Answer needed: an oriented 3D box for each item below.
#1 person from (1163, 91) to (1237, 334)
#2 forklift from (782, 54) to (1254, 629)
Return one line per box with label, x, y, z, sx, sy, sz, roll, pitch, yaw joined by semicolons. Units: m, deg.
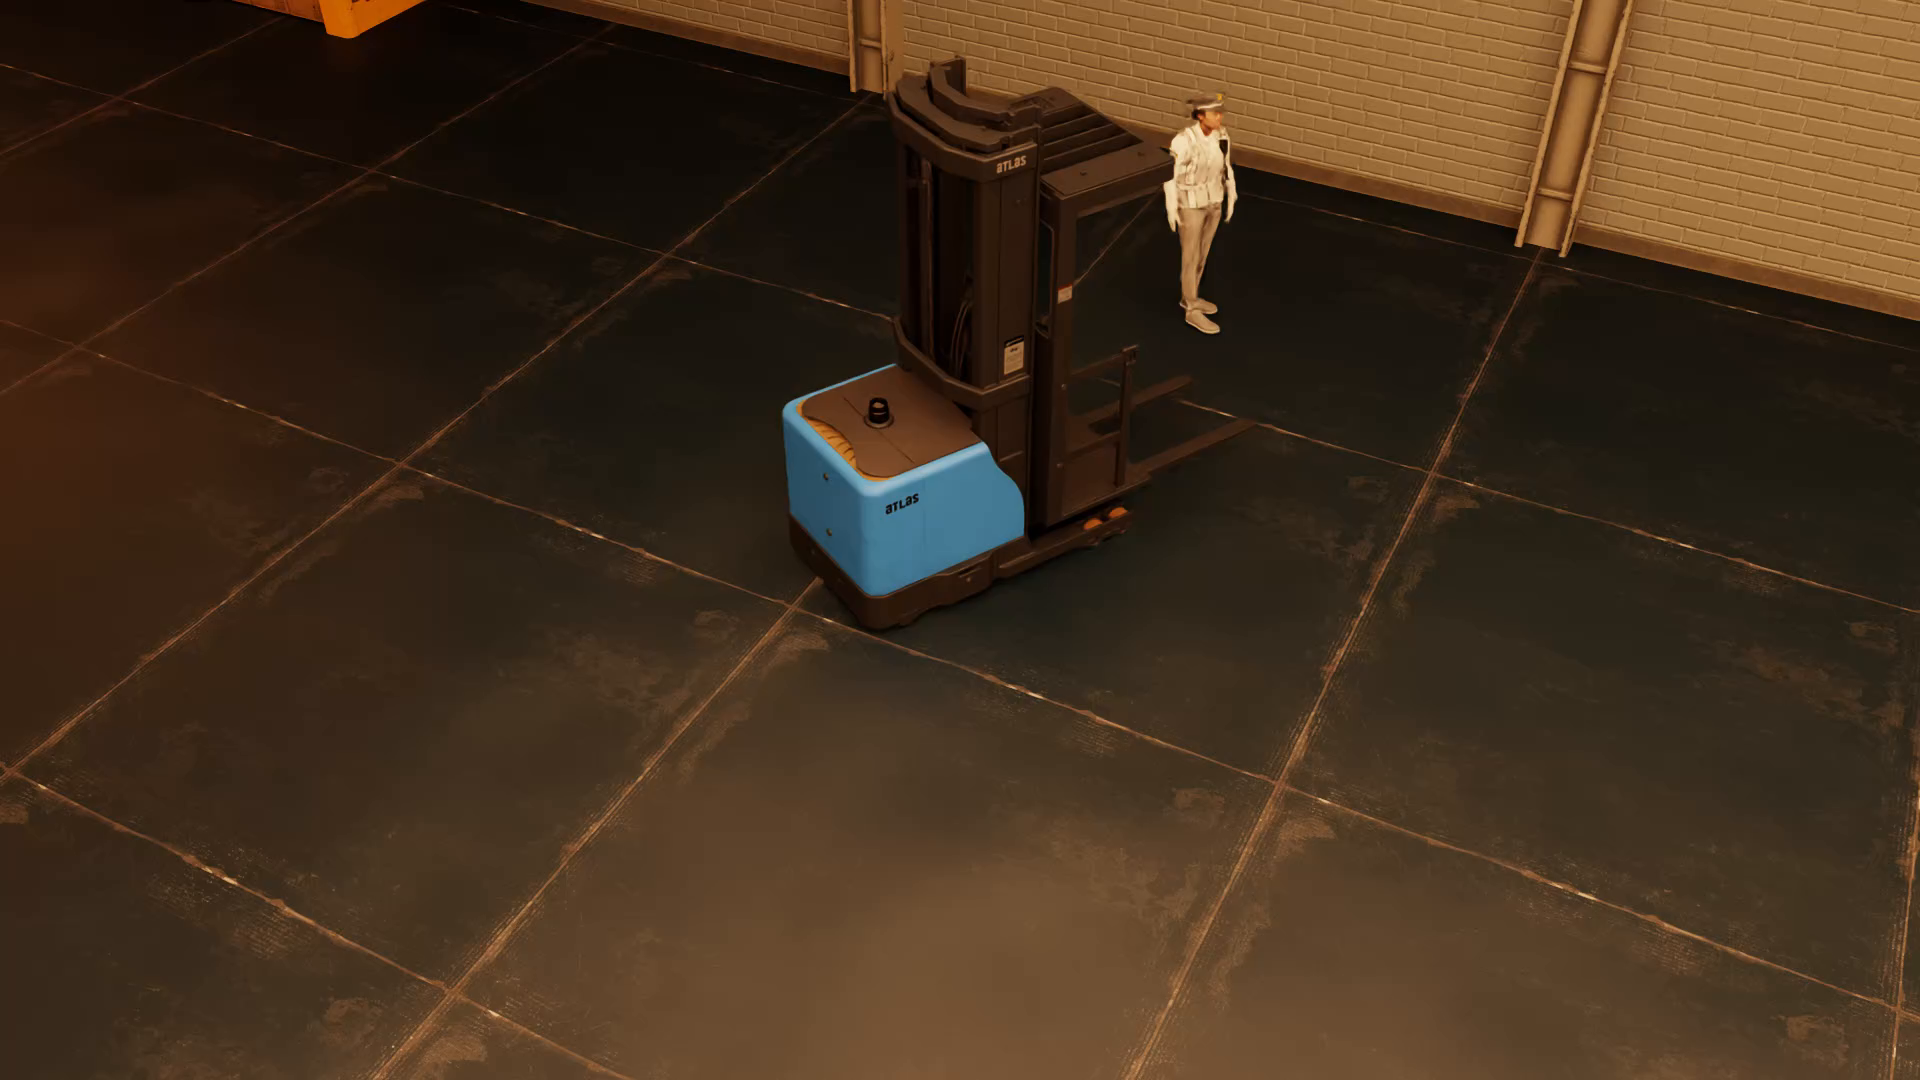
person;1.739;-2.303;11.675;0.576;1.695;0.612;-18;43;-20
forklift;0.472;-1.349;9.588;3.031;2.935;1.130;-23;45;-25
